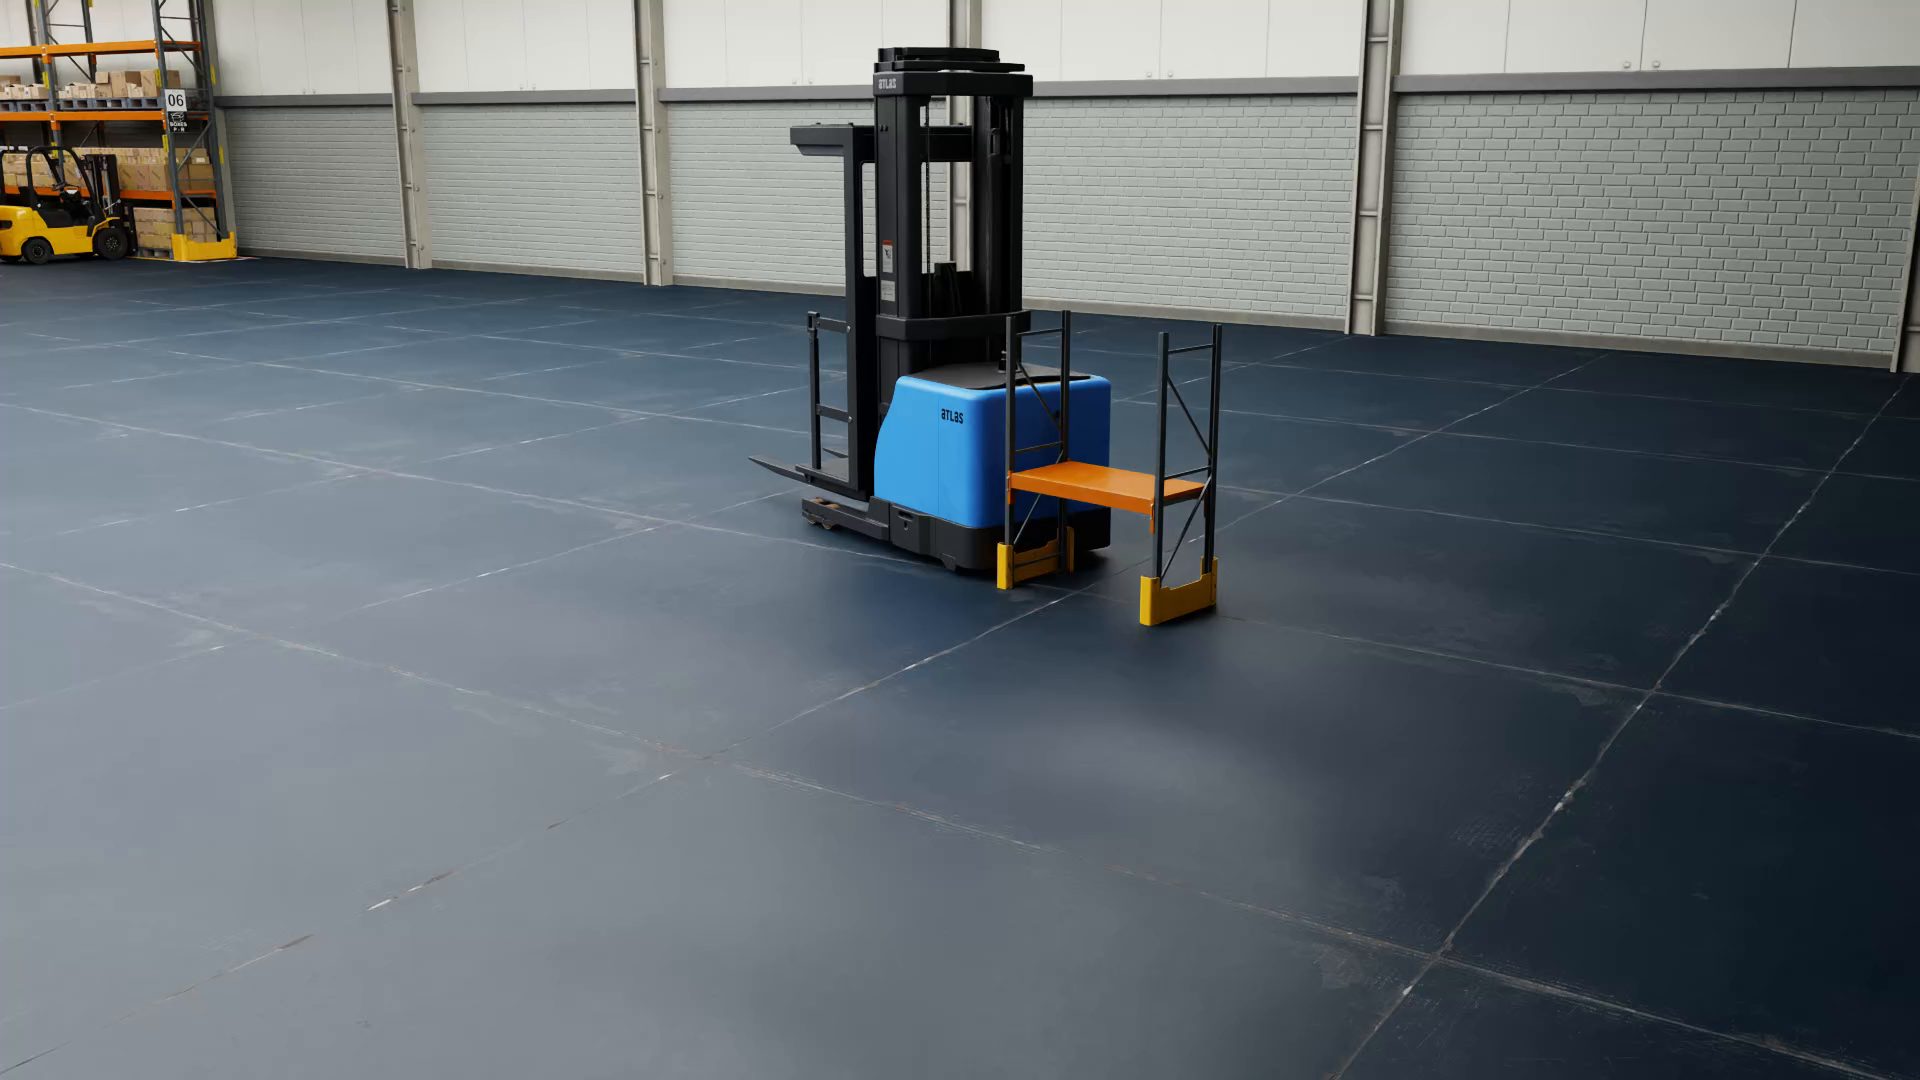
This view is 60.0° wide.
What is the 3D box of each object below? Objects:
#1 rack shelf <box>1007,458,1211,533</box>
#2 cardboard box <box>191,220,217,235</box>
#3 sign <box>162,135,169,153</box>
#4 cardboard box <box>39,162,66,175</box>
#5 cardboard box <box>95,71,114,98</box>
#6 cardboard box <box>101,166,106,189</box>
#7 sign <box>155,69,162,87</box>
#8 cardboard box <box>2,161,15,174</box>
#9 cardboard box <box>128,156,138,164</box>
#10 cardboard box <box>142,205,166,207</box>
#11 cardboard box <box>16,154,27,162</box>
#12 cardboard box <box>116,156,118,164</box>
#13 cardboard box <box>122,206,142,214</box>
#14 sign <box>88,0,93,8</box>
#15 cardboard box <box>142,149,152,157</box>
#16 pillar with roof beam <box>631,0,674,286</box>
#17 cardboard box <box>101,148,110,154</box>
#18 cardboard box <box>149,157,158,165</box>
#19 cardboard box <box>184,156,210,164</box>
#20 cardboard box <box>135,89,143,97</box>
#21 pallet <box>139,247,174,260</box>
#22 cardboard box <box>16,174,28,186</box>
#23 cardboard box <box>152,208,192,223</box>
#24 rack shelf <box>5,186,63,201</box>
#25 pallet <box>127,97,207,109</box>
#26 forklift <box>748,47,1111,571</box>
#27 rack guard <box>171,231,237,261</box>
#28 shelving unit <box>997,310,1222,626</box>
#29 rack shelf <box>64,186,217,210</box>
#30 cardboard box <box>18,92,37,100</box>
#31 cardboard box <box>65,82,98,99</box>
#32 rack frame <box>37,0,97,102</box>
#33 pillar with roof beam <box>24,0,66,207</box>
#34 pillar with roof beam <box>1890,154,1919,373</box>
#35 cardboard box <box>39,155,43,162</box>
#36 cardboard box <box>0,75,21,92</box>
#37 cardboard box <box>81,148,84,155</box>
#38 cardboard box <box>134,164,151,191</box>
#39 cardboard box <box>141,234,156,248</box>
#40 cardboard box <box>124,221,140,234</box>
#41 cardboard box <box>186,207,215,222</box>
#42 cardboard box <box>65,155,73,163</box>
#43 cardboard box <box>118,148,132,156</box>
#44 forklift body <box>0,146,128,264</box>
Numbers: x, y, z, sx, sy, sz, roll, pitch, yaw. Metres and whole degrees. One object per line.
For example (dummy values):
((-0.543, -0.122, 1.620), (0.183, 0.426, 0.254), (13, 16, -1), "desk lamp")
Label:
((0.799, -0.250, 8.960), (1.000, 0.185, 0.538), (13, 19, 42), "rack shelf")
((-15.081, -6.191, 32.898), (0.500, 0.250, 0.500), (10, 17, 34), "cardboard box")
((-15.121, -7.545, 31.659), (0.005, 0.325, 0.100), (9, 17, 33), "sign")
((-18.676, -7.696, 34.441), (0.500, 0.250, 0.500), (9, 16, 32), "cardboard box")
((-16.568, -8.987, 32.848), (0.637, 0.503, 0.797), (10, 17, 35), "cardboard box")
((-17.041, -7.314, 33.418), (0.500, 0.500, 0.500), (9, 17, 32), "cardboard box")
((-15.121, -8.716, 31.369), (0.005, 0.325, 0.100), (9, 17, 33), "sign")
((-19.936, -7.905, 35.284), (0.500, 0.250, 0.500), (9, 17, 34), "cardboard box")
((-16.108, -7.466, 32.683), (0.250, 0.149, 0.380), (9, 16, 31), "cardboard box")
((-16.347, -6.637, 33.659), (0.500, 0.250, 0.500), (9, 16, 32), "cardboard box")
((-19.610, -8.042, 35.008), (0.250, 0.149, 0.380), (9, 17, 33), "cardboard box")
((-16.736, -7.568, 33.095), (0.250, 0.149, 0.380), (9, 16, 32), "cardboard box")
((-16.630, -6.531, 33.232), (0.500, 0.250, 0.500), (9, 16, 32), "cardboard box")
((-17.795, -11.061, 34.005), (0.005, 0.325, 0.100), (9, 17, 33), "sign")
((-15.676, -7.545, 32.383), (0.250, 0.149, 0.380), (10, 17, 34), "cardboard box")
((-7.327, -7.692, 22.670), (0.400, 9.000, 9.100), (9, 17, 33), "pillar with roof beam")
((-16.913, -7.760, 33.252), (0.250, 0.149, 0.380), (9, 17, 33), "cardboard box")
((-15.479, -7.357, 32.243), (0.250, 0.149, 0.380), (9, 17, 34), "cardboard box")
((-14.943, -7.435, 32.559), (0.250, 0.149, 0.380), (9, 16, 31), "cardboard box")
((-15.663, -8.612, 32.068), (0.250, 0.149, 0.380), (9, 16, 31), "cardboard box")
((-15.464, -5.715, 32.972), (1.213, 0.211, 1.003), (9, 17, 33), "pallet")
((-19.505, -7.593, 35.065), (0.500, 0.250, 0.500), (9, 17, 33), "cardboard box")
((-15.363, -6.329, 32.414), (0.500, 0.250, 0.500), (10, 17, 35), "cardboard box")
((-19.785, -7.430, 35.593), (4.000, 0.370, 1.077), (9, 17, 33), "rack shelf")
((-15.379, -8.488, 32.310), (1.213, 0.211, 1.003), (9, 17, 33), "pallet")
((-0.363, -1.547, 10.472), (1.130, 2.935, 3.031), (-10, 17, -34), "forklift")
((-14.787, -5.758, 32.544), (0.348, 0.500, 1.175), (9, 17, 33), "rack guard")
((0.793, -0.426, 8.923), (1.083, 1.500, 0.587), (13, 19, 42), "shelving unit")
((-16.466, -6.894, 33.426), (4.000, 0.370, 1.077), (9, 17, 33), "rack shelf")
((-19.208, -9.185, 34.382), (0.250, 0.149, 0.380), (9, 17, 33), "cardboard box")
((-17.571, -9.016, 33.364), (0.500, 0.311, 0.500), (10, 17, 34), "cardboard box")
((-18.126, -10.423, 33.702), (0.127, 3.000, 1.000), (9, 17, 33), "rack frame")
((-22.262, -10.106, 32.421), (0.400, 9.000, 9.100), (9, 17, 33), "pillar with roof beam")
((7.609, -5.278, 12.918), (0.400, 9.000, 9.100), (9, 17, 33), "pillar with roof beam")
((-18.931, -7.950, 34.640), (0.250, 0.149, 0.380), (9, 17, 33), "cardboard box")
((-20.135, -9.522, 35.015), (0.500, 0.500, 0.500), (10, 17, 34), "cardboard box")
((-17.543, -7.868, 33.686), (0.250, 0.149, 0.380), (9, 16, 32), "cardboard box")
((-15.787, -7.108, 32.588), (0.500, 0.500, 0.500), (10, 17, 35), "cardboard box")
((-15.780, -5.912, 32.813), (0.500, 0.250, 0.500), (9, 17, 33), "cardboard box")
((-16.235, -6.224, 33.031), (0.500, 0.250, 0.500), (9, 16, 32), "cardboard box")
((-15.100, -6.431, 32.829), (0.500, 0.250, 0.500), (9, 16, 32), "cardboard box")
((-18.008, -7.779, 33.949), (0.250, 0.149, 0.380), (9, 16, 32), "cardboard box")
((-16.336, -7.640, 32.765), (0.250, 0.149, 0.380), (10, 17, 34), "cardboard box")
((-17.398, -6.453, 31.916), (1.214, 2.155, 2.313), (9, 17, 33), "forklift body")
